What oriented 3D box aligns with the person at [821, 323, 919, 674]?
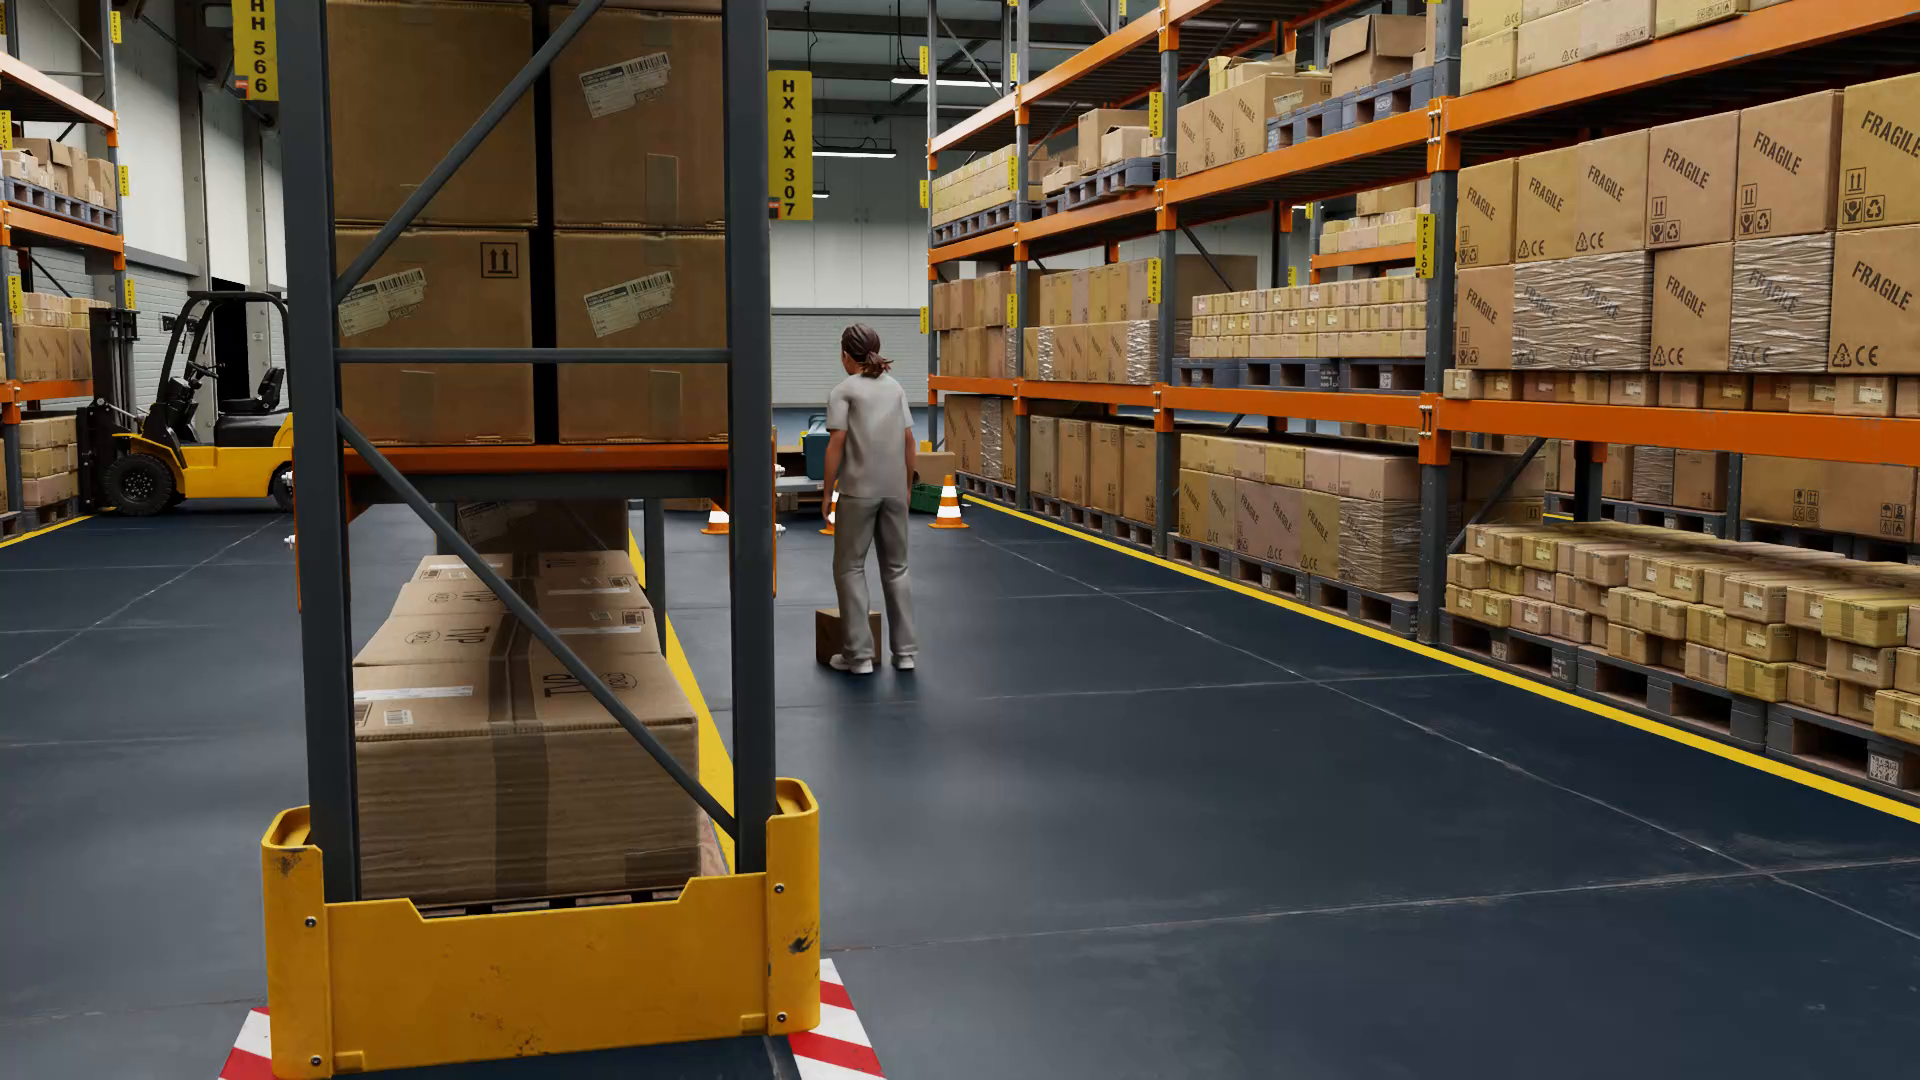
[{"bbox_3d":[-0.430,-0.200,8.005,0.516,1.667,0.357,-4,7,-30],"label":"person"}]
